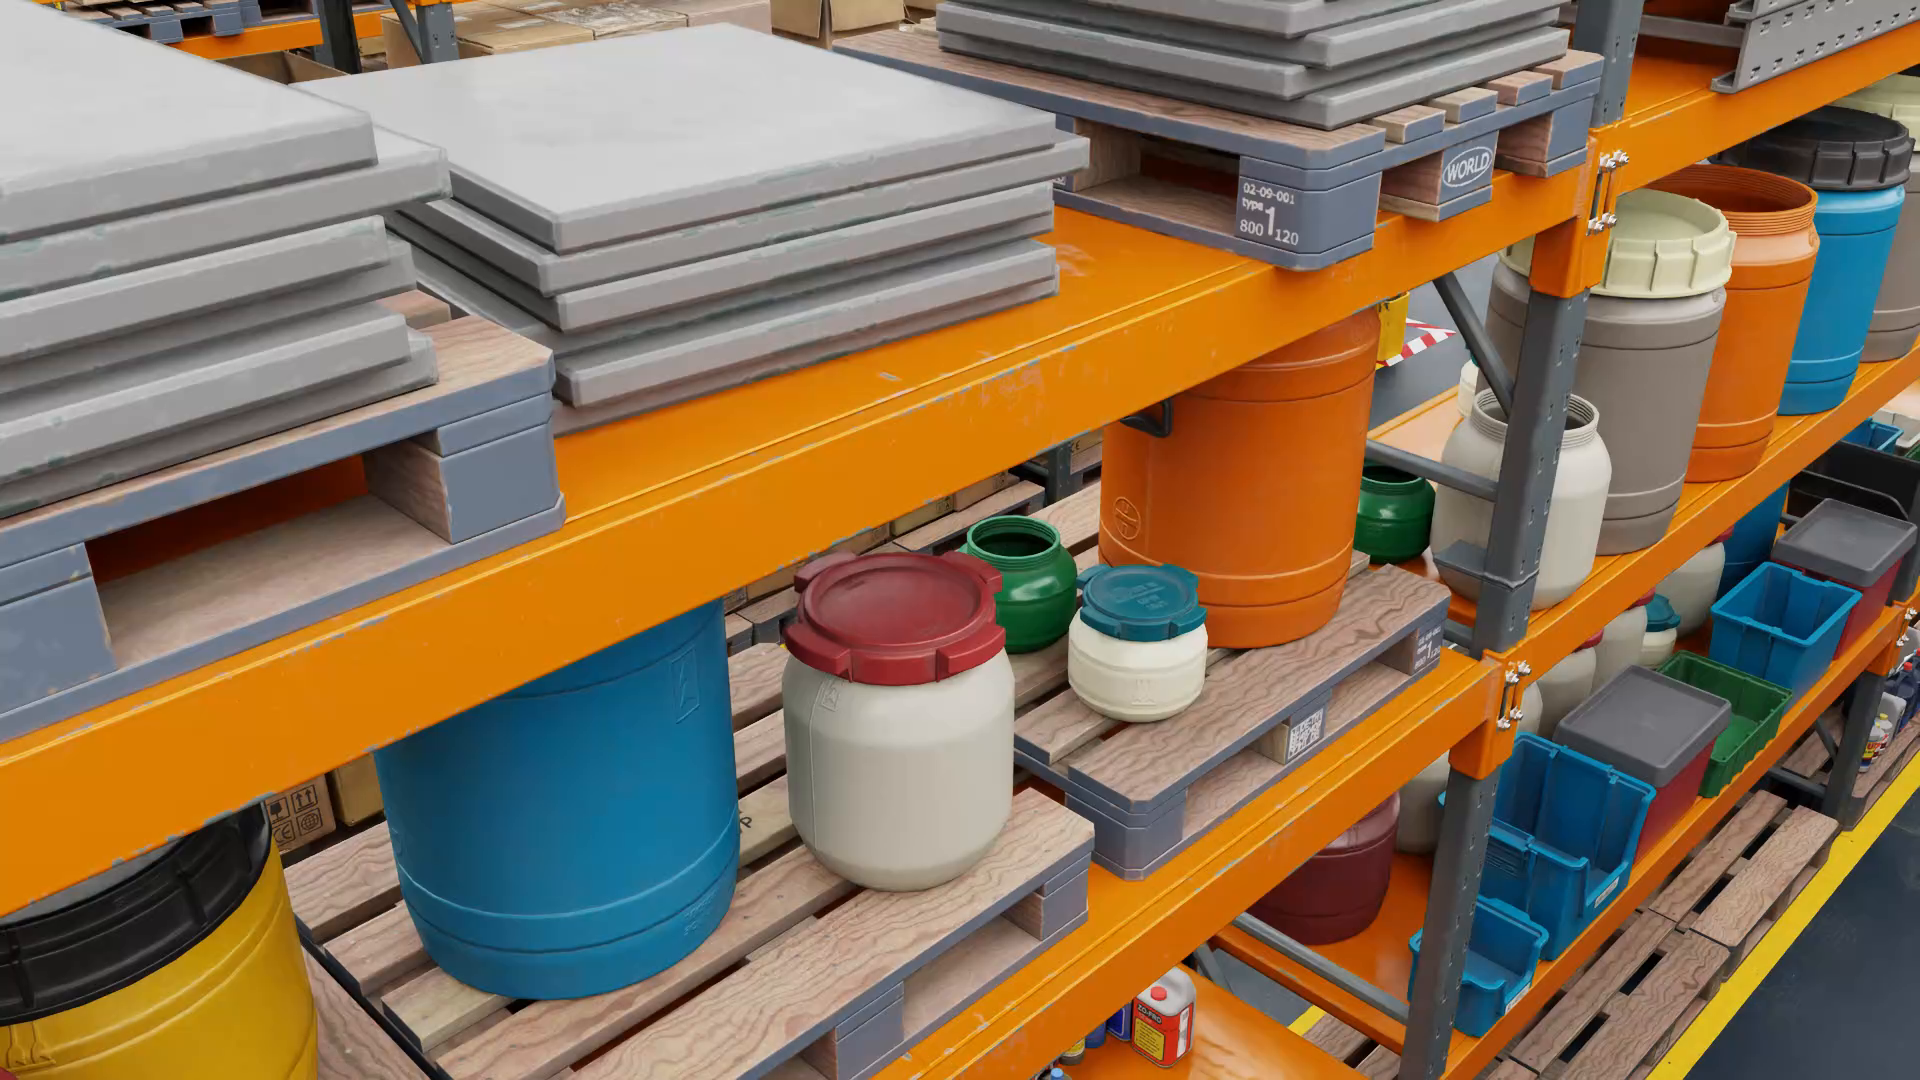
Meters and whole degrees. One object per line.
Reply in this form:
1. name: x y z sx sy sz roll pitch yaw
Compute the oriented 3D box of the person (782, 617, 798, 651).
1. person: -0.532 0.787 7.806 0.495 1.188 0.697 25 37 38
